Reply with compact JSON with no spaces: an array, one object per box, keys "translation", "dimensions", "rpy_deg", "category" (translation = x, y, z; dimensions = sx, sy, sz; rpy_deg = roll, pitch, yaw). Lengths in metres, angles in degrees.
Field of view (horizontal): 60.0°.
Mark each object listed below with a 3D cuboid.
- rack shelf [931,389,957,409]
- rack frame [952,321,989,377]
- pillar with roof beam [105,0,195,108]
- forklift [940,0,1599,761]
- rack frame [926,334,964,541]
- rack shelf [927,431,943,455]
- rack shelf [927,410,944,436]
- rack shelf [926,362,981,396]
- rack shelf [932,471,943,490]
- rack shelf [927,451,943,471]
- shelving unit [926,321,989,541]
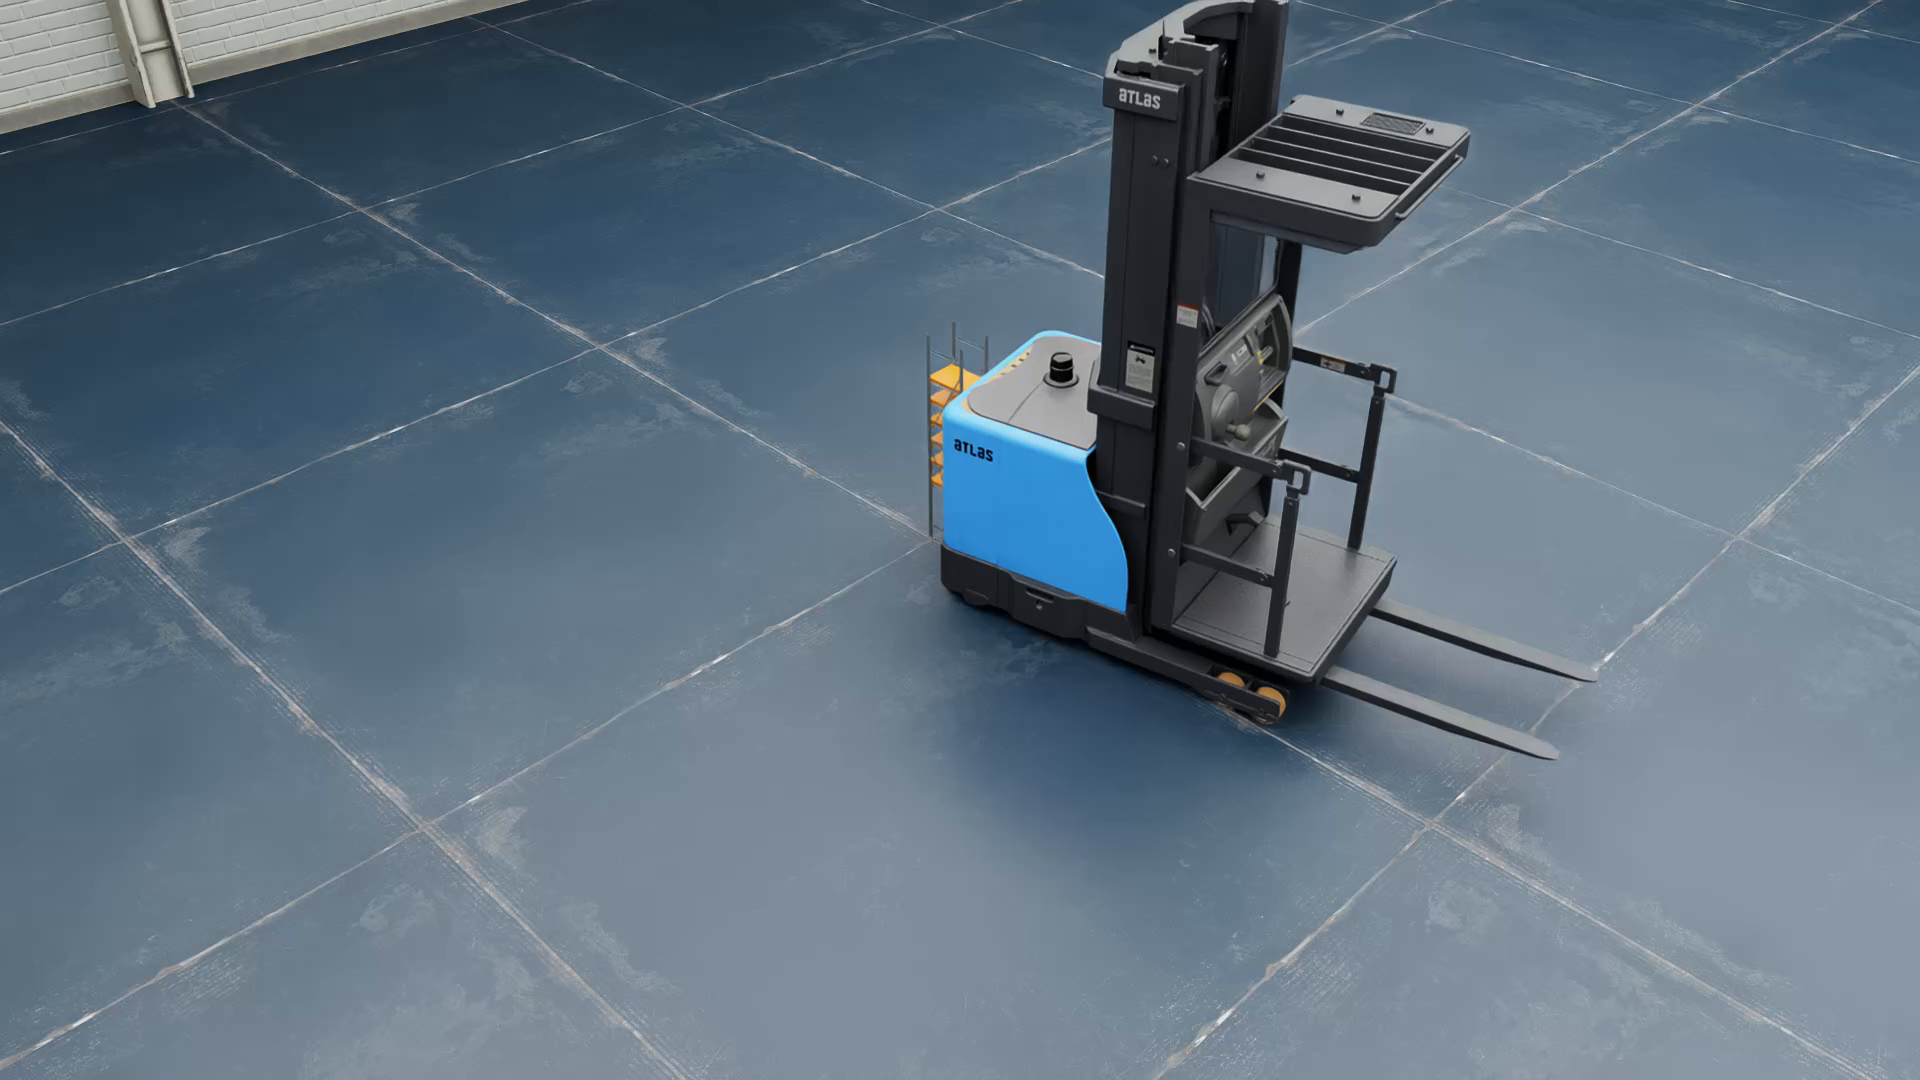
[{"translation":[-0.012,-0.663,8.301],"dimensions":[0.258,0.103,0.180],"rpy_deg":[28,43,34],"category":"rack shelf"},{"translation":[0.050,-0.541,8.468],"dimensions":[0.240,1.200,0.006],"rpy_deg":[28,43,34],"category":"rack frame"},{"translation":[-3.704,-5.715,9.068],"dimensions":[9.100,9.000,0.400],"rpy_deg":[30,45,35],"category":"pillar with roof beam"},{"translation":[1.422,-0.717,7.206],"dimensions":[3.031,2.935,1.130],"rpy_deg":[20,40,26],"category":"forklift"},{"translation":[-0.073,-0.464,8.357],"dimensions":[0.240,1.200,0.006],"rpy_deg":[28,43,34],"category":"rack frame"},{"translation":[-0.012,-0.466,8.438],"dimensions":[0.258,0.103,0.180],"rpy_deg":[28,43,34],"category":"rack shelf"},{"translation":[-0.012,-0.565,8.369],"dimensions":[0.258,0.103,0.180],"rpy_deg":[28,43,34],"category":"rack shelf"},{"translation":[-0.012,-0.761,8.232],"dimensions":[0.258,0.103,0.180],"rpy_deg":[28,43,34],"category":"rack shelf"},{"translation":[-0.012,-0.269,8.575],"dimensions":[0.258,0.103,0.180],"rpy_deg":[28,43,34],"category":"rack shelf"},{"translation":[-0.012,-0.368,8.507],"dimensions":[0.258,0.103,0.180],"rpy_deg":[28,43,34],"category":"rack shelf"},{"translation":[-0.012,-0.503,8.413],"dimensions":[0.258,1.200,0.189],"rpy_deg":[28,43,34],"category":"shelving unit"}]
